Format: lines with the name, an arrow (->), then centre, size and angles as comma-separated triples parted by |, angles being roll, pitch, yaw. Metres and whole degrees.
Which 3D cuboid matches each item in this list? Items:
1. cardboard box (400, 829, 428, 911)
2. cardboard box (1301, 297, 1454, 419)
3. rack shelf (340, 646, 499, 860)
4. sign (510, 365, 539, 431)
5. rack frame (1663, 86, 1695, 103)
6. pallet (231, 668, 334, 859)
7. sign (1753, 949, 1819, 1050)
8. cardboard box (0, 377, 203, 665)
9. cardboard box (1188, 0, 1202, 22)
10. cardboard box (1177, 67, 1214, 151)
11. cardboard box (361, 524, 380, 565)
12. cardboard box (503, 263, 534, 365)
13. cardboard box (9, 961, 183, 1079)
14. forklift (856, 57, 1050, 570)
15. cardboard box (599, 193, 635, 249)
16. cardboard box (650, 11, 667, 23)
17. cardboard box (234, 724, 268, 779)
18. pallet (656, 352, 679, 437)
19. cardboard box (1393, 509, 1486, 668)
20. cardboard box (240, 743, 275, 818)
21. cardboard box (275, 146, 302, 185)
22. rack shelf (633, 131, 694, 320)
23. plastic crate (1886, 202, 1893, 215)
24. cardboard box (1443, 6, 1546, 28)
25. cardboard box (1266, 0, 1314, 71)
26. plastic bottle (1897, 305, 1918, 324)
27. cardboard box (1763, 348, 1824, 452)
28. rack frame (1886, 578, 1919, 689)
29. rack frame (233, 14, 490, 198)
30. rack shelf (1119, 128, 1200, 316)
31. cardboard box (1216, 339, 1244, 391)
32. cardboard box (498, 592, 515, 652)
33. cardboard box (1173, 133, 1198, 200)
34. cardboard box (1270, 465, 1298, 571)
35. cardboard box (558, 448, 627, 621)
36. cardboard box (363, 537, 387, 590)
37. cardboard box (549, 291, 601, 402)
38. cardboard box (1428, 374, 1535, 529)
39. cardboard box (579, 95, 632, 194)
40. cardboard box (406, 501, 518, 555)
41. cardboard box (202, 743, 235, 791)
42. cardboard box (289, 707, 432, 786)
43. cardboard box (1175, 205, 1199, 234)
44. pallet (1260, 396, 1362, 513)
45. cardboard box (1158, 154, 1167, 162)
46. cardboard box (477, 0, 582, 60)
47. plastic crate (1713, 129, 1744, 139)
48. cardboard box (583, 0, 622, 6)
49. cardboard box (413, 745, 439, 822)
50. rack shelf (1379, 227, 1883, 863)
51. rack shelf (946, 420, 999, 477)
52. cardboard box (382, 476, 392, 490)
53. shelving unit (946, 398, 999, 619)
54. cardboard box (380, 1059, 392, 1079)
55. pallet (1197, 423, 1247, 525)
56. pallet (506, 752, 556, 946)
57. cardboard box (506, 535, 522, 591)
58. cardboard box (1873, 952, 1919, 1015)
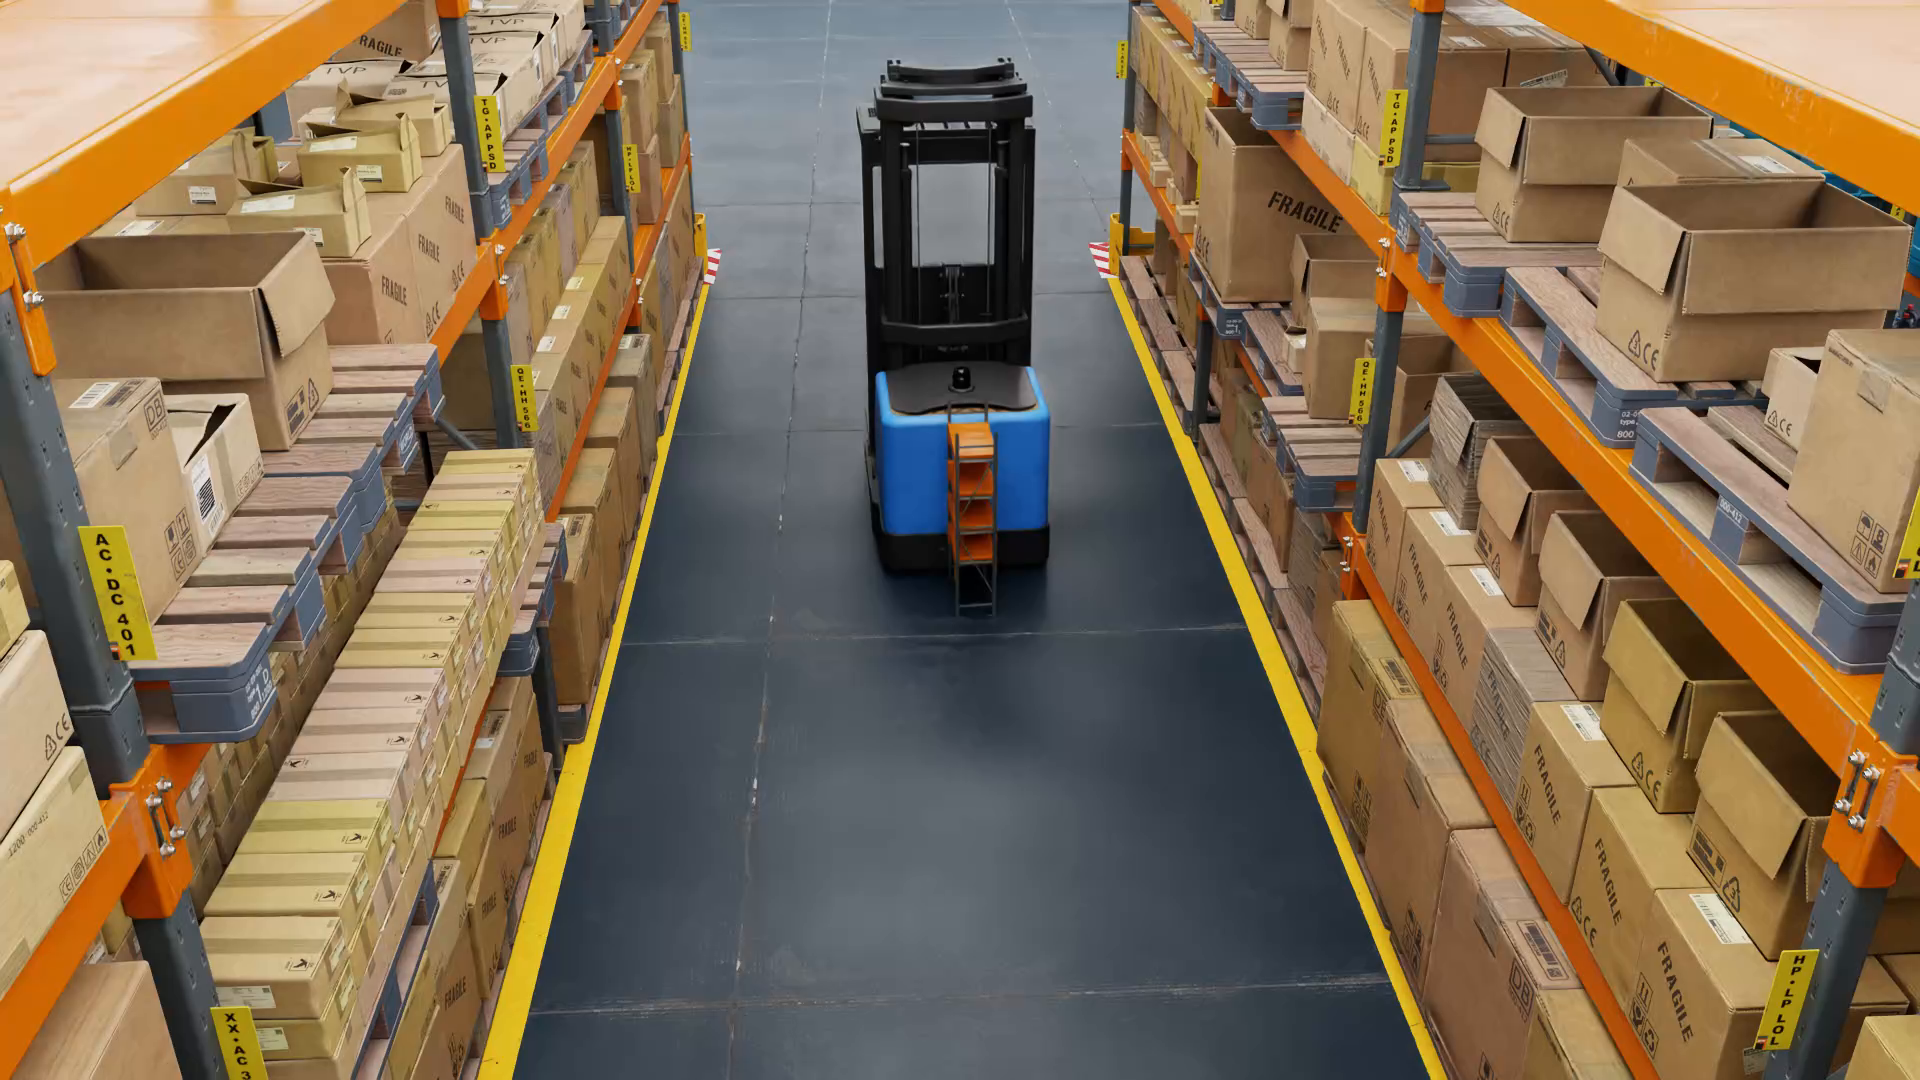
cardboard box -> -1.940, 1.065, 5.344 | 0.380, 0.149, 0.250 | -1, 28, -2
cardboard box -> 2.215, -0.962, 8.852 | 0.700, 0.500, 0.500 | 3, 28, 5
rack shelf -> -2.442, 1.088, 6.261 | 1.077, 0.370, 4.000 | -1, 28, -3
sign -> -2.005, -0.651, 7.650 | 0.100, 0.325, 0.005 | -1, 28, -3
rack frame -> 6.941, -4.042, 15.319 | 1.000, 3.000, 0.127 | -1, 28, -3
pallet -> -2.402, 0.843, 6.159 | 1.003, 0.211, 1.213 | -1, 28, -3
sign -> 2.080, 1.158, 4.181 | 0.100, 0.325, 0.005 | -1, 28, -3
cardboard box -> -2.247, -0.046, 3.851 | 0.700, 0.500, 0.500 | -1, 28, -3
cardboard box -> 1.902, -3.785, 11.743 | 0.500, 0.250, 0.500 | -1, 28, -1
cardboard box -> 1.878, -3.127, 12.053 | 0.500, 0.500, 0.500 | -1, 28, -3
cardboard box -> -2.705, -0.008, 7.081 | 0.380, 0.149, 0.250 | 0, 28, 0
cardboard box -> -2.587, -1.084, 8.457 | 0.700, 0.500, 0.500 | -2, 28, -3
cardboard box -> -2.043, 1.283, 3.597 | 0.500, 0.500, 0.500 | -2, 28, -4
forklift -> -0.097, -1.768, 11.032 | 1.130, 2.935, 3.031 | -3, 28, -5
cardboard box -> -2.786, -2.239, 11.699 | 0.875, 0.550, 0.550 | -1, 28, -3
cardboard box -> -2.983, -4.223, 14.335 | 0.875, 0.550, 0.550 | -1, 28, -3
cardboard box -> -2.628, 0.698, 5.726 | 0.380, 0.149, 0.250 | -1, 28, -2
pallet -> -2.717, -1.119, 12.729 | 1.003, 0.211, 1.213 | -1, 28, -3
cardboard box -> 2.195, 0.197, 7.083 | 0.500, 0.500, 0.500 | -2, 28, -4
cardboard box -> -2.627, 0.837, 5.781 | 0.380, 0.149, 0.250 | 0, 28, 0
cardboard box -> -2.782, -1.259, 6.631 | 0.500, 0.500, 0.500 | -1, 28, -3
rack shelf -> -2.860, -2.607, 13.345 | 1.077, 0.370, 4.000 | -1, 28, -3
plastic crate -> 7.249, -2.412, 12.261 | 0.767, 0.338, 0.504 | -1, 28, -3
cardboard box -> 2.622, -2.282, 8.051 | 0.500, 0.500, 0.500 | -1, 28, -2
cardboard box -> 2.179, -2.983, 9.478 | 0.797, 0.503, 0.637 | 0, 28, -1
plastic bottle -> 7.512, -1.686, 13.189 | 0.144, 0.351, 0.185 | -3, 28, -5
cardboard box -> 2.654, -0.366, 4.670 | 0.500, 0.311, 0.500 | -2, 28, -4
rack frame -> 2.621, -1.041, 3.077 | 1.000, 3.000, 0.127 | -1, 28, -3
rack frame -> -2.546, -2.815, 6.479 | 1.000, 3.000, 0.127 | -1, 28, -3
rack shelf -> 2.099, -2.680, 13.485 | 1.077, 0.370, 4.000 | -1, 28, -3
cardboard box -> 2.222, -1.339, 12.385 | 0.500, 0.500, 0.500 | -2, 28, -4
cardboard box -> -2.027, 0.336, 6.743 | 0.380, 0.149, 0.250 | -2, 28, -3
cardboard box -> 2.124, -2.921, 12.740 | 0.875, 0.500, 0.500 | -1, 28, -3
cardboard box -> 2.279, -0.141, 10.067 | 0.700, 0.500, 0.500 | 1, 28, 2
cardboard box -> -2.537, -0.031, 9.606 | 1.050, 0.750, 0.750 | -1, 28, -2
cardboard box -> -2.711, 0.106, 7.184 | 0.380, 0.149, 0.250 | 0, 28, 0
cardboard box -> -2.379, -1.111, 9.591 | 0.500, 0.500, 0.500 | -2, 28, -3
cardboard box -> 2.434, -0.379, 7.103 | 0.797, 0.503, 0.637 | 0, 28, -1
cardboard box -> -2.740, -2.719, 11.451 | 0.875, 0.550, 0.550 | -1, 28, -3
cardboard box -> -2.038, -0.041, 6.822 | 0.380, 0.149, 0.250 | -1, 28, -1
cardboard box -> -2.603, 0.695, 5.411 | 0.380, 0.149, 0.250 | -2, 28, -4
cardboard box -> -1.955, 0.680, 5.439 | 0.380, 0.149, 0.250 | -2, 28, -3
cardboard box -> 1.818, -2.402, 12.445 | 0.380, 0.149, 0.250 | -1, 28, -3
pallet -> 2.269, -0.470, 8.676 | 1.213, 0.211, 1.003 | -1, 28, -3
cardboard box -> 1.843, -3.097, 13.778 | 0.380, 0.149, 0.250 | -1, 28, -3
cardboard box -> -2.471, -2.931, 9.545 | 0.500, 0.250, 0.500 | -2, 28, -3
plastic crate -> 6.666, -3.504, 14.573 | 0.298, 0.136, 0.250 | -1, 28, -3
cardboard box -> -2.435, -3.628, 10.990 | 0.380, 0.149, 0.250 | -2, 28, -3
cardboard box -> -1.958, 0.809, 5.513 | 0.380, 0.149, 0.250 | 0, 28, -1
rack shelf -> 2.517, -0.316, 5.708 | 1.077, 0.370, 4.000 | -1, 28, -3
rack shelf -> 0.070, -0.532, 9.684 | 0.258, 0.148, 0.480 | -3, 28, -5
cardboard box -> -2.715, -0.274, 7.267 | 0.380, 0.149, 0.250 | -1, 28, -3
shelving unit -> 0.070, -0.183, 9.866 | 0.258, 1.200, 0.503 | -3, 28, -5
cardboard box -> -2.112, 1.934, 5.298 | 0.500, 0.250, 0.500 | -3, 28, -5
pallet -> 2.246, -0.480, 11.503 | 1.003, 0.211, 1.213 | -1, 28, -3
pallet -> -2.507, 1.442, 7.819 | 1.003, 0.211, 1.213 | -1, 28, -3
cardboard box -> -2.034, 0.100, 6.873 | 0.380, 0.149, 0.250 | -1, 28, -1
cardboard box -> 2.847, 1.356, 4.860 | 0.500, 0.500, 0.500 | -1, 28, -2
